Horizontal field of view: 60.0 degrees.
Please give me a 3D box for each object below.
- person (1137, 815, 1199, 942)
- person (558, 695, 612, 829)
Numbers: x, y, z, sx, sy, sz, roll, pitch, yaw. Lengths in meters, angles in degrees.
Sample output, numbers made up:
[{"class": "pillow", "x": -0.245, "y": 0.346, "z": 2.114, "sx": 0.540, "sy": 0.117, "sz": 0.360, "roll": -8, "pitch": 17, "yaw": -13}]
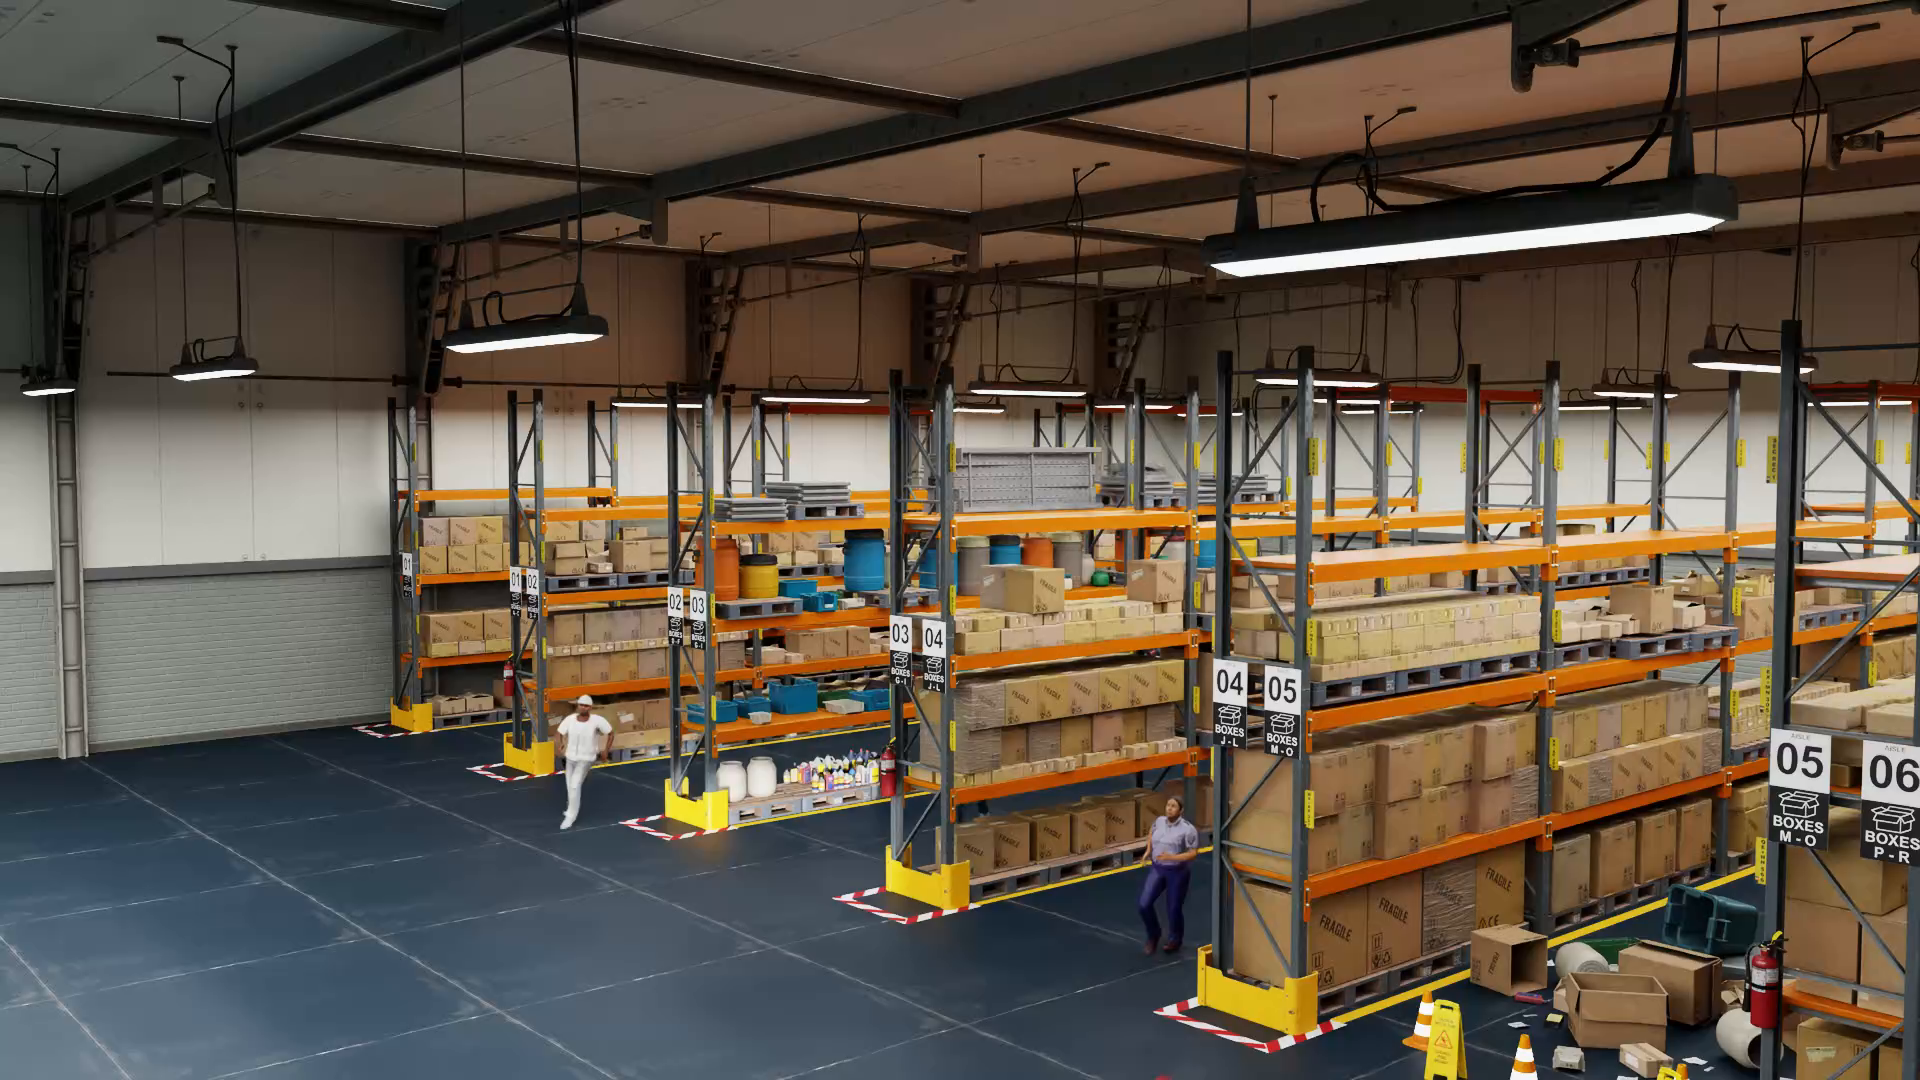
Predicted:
[{"class": "person", "x": 2.117, "y": 3.426, "z": 16.715, "sx": 0.571, "sy": 1.341, "sz": 0.593, "roll": 2, "pitch": 4, "yaw": 28}, {"class": "person", "x": -5.134, "y": 2.984, "z": 22.553, "sx": 0.730, "sy": 1.786, "sz": 0.738, "roll": 1, "pitch": 3, "yaw": 13}]
